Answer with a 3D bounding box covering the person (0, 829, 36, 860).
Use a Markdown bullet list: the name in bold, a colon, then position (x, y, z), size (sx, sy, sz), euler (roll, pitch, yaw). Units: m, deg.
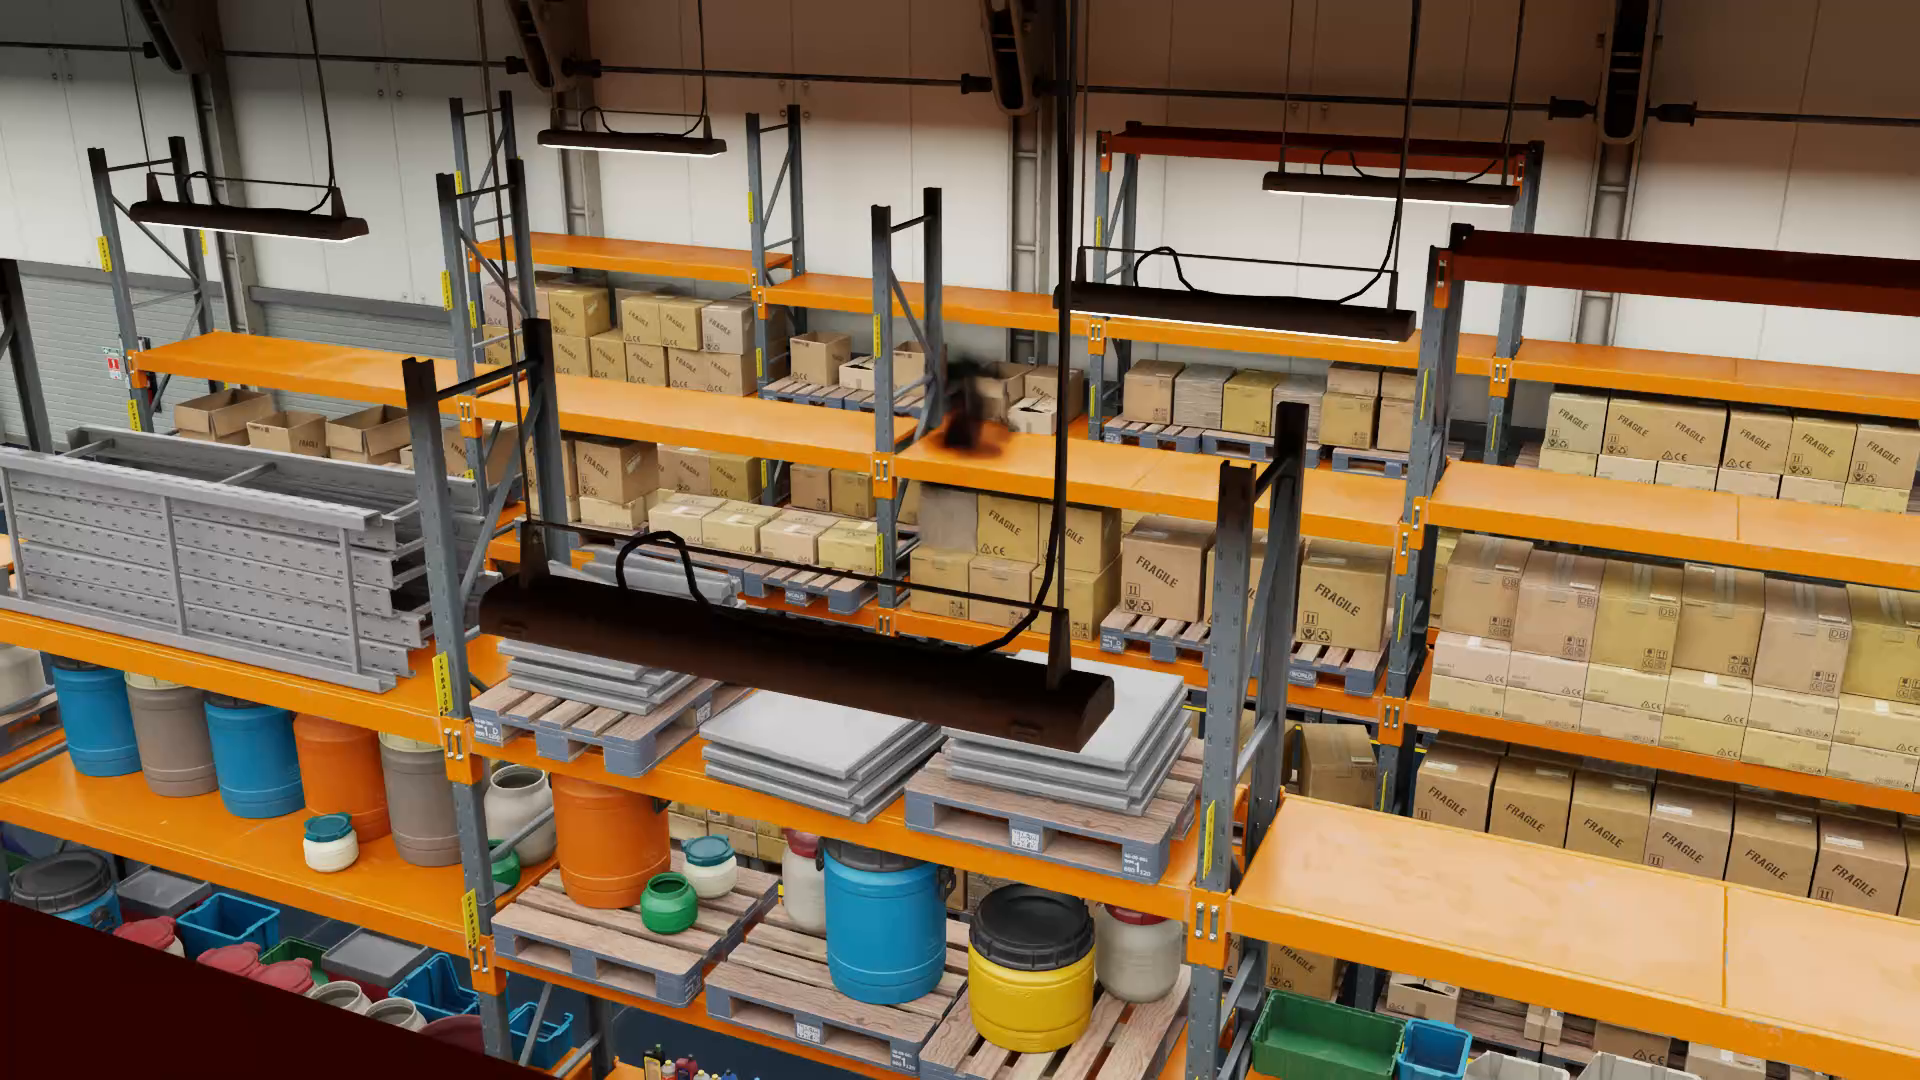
- **person**: position (-8.404, 2.314, 14.302), size (0.651, 1.668, 0.627), euler (1, 21, 4)
